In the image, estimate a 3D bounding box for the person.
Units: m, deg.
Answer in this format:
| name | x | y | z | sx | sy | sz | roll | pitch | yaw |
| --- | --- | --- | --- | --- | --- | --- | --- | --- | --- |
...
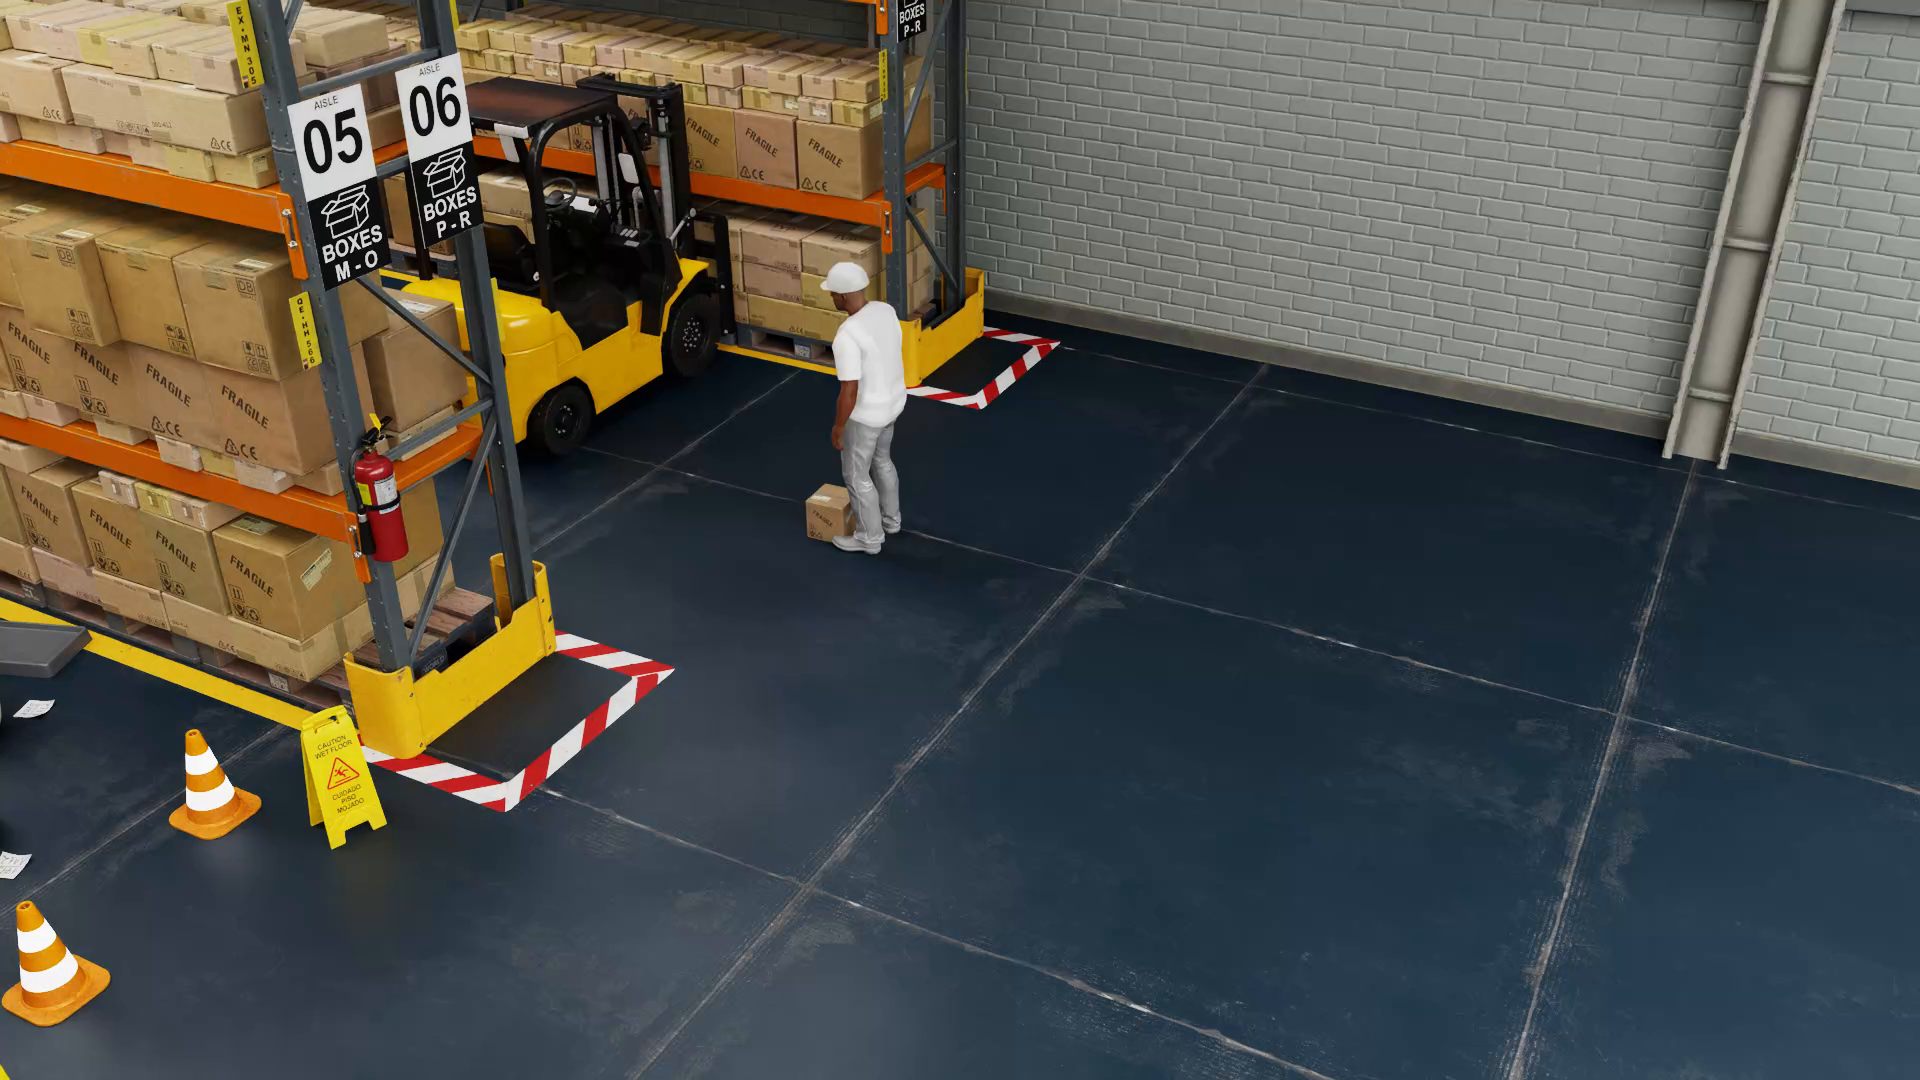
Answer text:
| name | x | y | z | sx | sy | sz | roll | pitch | yaw |
| --- | --- | --- | --- | --- | --- | --- | --- | --- | --- |
| person | -0.556 | -0.766 | 9.607 | 0.462 | 1.761 | 0.629 | 14 | 33 | 23 |
